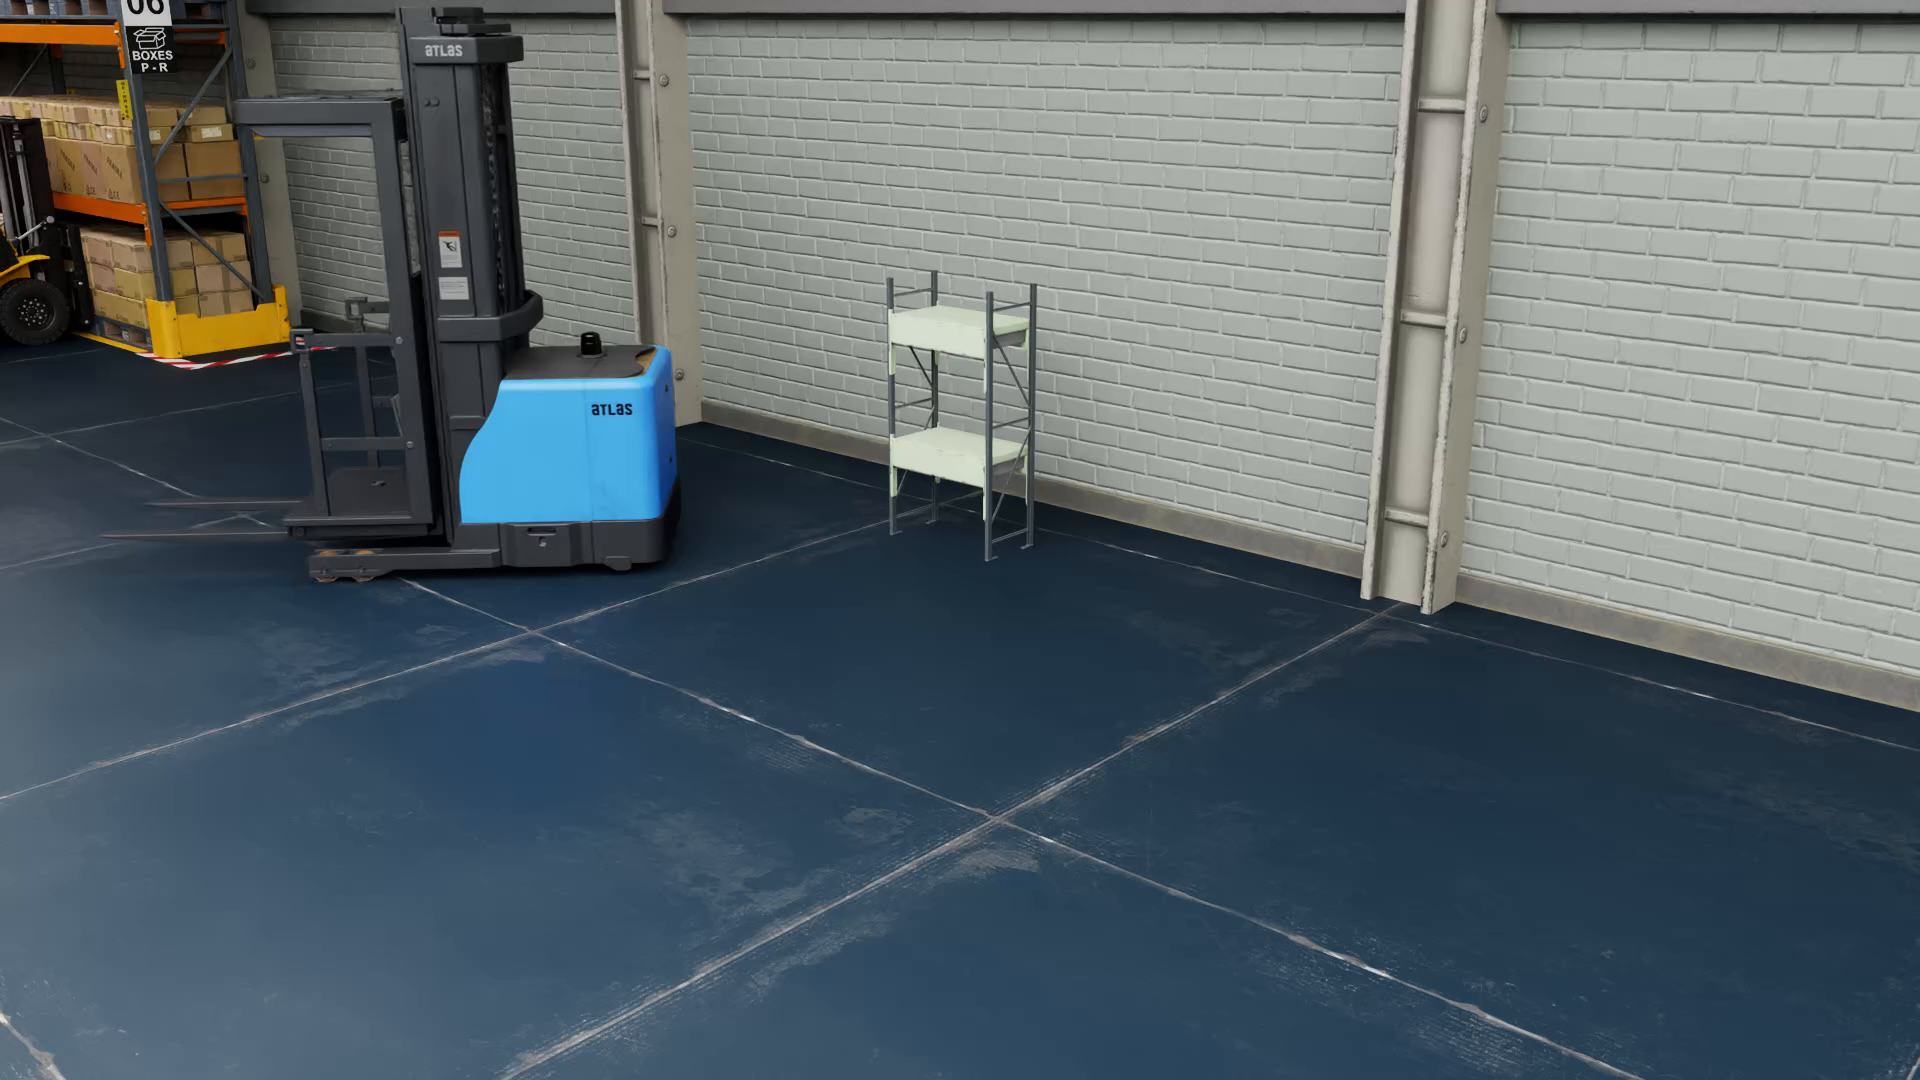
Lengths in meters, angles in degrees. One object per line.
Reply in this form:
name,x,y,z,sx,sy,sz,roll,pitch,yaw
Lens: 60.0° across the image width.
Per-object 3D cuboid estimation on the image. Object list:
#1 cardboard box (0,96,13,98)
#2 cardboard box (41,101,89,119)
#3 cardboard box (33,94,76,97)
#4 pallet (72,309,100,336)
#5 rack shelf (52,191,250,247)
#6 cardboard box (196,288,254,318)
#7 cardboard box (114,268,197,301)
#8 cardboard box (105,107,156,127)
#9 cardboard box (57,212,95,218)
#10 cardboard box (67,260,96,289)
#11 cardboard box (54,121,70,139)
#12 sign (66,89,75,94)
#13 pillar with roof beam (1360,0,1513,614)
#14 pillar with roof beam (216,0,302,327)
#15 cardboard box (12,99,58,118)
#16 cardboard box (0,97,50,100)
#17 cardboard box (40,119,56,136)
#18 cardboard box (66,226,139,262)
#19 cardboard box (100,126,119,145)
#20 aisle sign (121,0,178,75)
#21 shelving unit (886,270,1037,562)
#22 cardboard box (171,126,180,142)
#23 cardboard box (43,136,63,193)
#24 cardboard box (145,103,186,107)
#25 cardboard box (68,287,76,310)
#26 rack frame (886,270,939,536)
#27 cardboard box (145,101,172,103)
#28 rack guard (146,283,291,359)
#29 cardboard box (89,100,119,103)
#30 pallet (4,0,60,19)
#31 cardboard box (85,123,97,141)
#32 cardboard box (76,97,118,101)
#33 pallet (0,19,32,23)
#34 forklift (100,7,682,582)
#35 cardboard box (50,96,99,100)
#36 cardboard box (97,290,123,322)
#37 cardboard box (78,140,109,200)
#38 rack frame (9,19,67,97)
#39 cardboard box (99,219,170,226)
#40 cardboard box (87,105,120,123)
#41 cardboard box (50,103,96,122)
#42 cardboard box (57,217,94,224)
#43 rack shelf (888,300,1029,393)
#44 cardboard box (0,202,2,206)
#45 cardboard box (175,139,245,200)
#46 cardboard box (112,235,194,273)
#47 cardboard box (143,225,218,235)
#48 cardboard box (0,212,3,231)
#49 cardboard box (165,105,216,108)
cardboard box,-9.669,-4.362,16.668,0.250,0.149,0.380,16,23,40
cardboard box,-8.455,-4.075,15.764,0.250,0.149,0.380,15,23,39
cardboard box,-9.271,-4.497,17.094,0.250,0.149,0.380,15,23,39
pallet,-8.227,-2.251,16.356,1.213,0.211,1.003,15,23,39
rack shelf,-8.215,-3.250,16.083,4.000,0.370,1.077,15,23,39
cardboard box,-6.956,-2.224,15.511,0.500,0.250,0.500,15,23,39
cardboard box,-7.290,-2.346,15.070,0.500,0.250,0.500,15,23,39
cardboard box,-7.332,-3.757,14.761,0.250,0.149,0.380,15,23,39
cardboard box,-8.825,-3.207,16.957,0.500,0.250,0.500,15,23,38
cardboard box,-8.058,-2.548,15.707,0.500,0.250,0.500,14,23,38
cardboard box,-8.140,-3.806,15.409,0.250,0.149,0.380,15,23,40
sign,-9.343,-4.571,17.493,0.005,0.325,0.100,15,23,39
pillar with roof beam,-0.523,-3.011,4.223,0.400,9.000,9.100,15,23,39
pillar with roof beam,-9.499,-5.420,11.815,0.400,9.000,9.100,15,23,39
cardboard box,-8.880,-4.160,16.031,0.250,0.149,0.380,15,23,38
cardboard box,-9.217,-4.281,16.412,0.250,0.149,0.380,14,23,38
cardboard box,-8.503,-3.913,15.744,0.250,0.149,0.380,14,23,38
cardboard box,-8.040,-2.780,15.610,0.500,0.250,0.500,15,23,40
cardboard box,-7.375,-3.599,14.755,0.250,0.149,0.380,16,23,40
aisle sign,-6.865,-4.351,14.064,0.004,0.787,0.394,15,23,39
shelving unit,0.005,-0.714,9.381,0.755,1.500,0.431,15,23,39
cardboard box,-7.027,-3.710,15.106,0.250,0.149,0.380,15,23,39
cardboard box,-8.410,-3.586,15.787,0.500,0.500,0.500,15,23,40
cardboard box,-7.384,-3.969,15.429,0.250,0.149,0.380,15,23,40
cardboard box,-8.417,-2.407,16.090,0.500,0.250,0.500,16,24,41
rack frame,-0.269,-0.787,9.612,0.023,1.500,0.400,15,23,39
cardboard box,-7.728,-4.091,15.814,0.250,0.149,0.380,14,23,38
rack guard,-6.701,-1.995,15.072,0.348,0.500,1.175,15,23,39
cardboard box,-8.166,-4.175,16.079,0.250,0.149,0.380,16,24,41
pallet,-8.147,-4.972,15.506,1.213,0.211,1.003,15,23,39
cardboard box,-7.706,-3.717,15.128,0.250,0.149,0.380,15,23,39
cardboard box,-8.495,-4.295,16.456,0.250,0.149,0.380,15,23,38
pallet,-10.379,-5.507,17.363,1.217,0.209,0.805,14,22,37
forklift,-3.141,-1.336,8.975,3.031,2.935,1.130,-1,18,-4
cardboard box,-8.904,-4.387,16.748,0.250,0.149,0.380,15,23,39
cardboard box,-7.645,-2.206,15.454,0.500,0.250,0.500,15,23,39
cardboard box,-7.643,-3.385,15.153,0.500,0.500,0.500,16,24,41
rack frame,-9.710,-3.994,17.239,0.127,3.000,1.000,15,23,39
cardboard box,-8.074,-3.004,16.315,0.500,0.250,0.500,14,23,38
cardboard box,-7.682,-3.870,15.117,0.250,0.149,0.380,15,23,40
cardboard box,-8.148,-3.948,15.363,0.250,0.149,0.380,16,23,40
cardboard box,-8.801,-2.990,16.273,0.500,0.250,0.500,16,24,41
rack shelf,0.005,-1.085,9.263,0.720,0.370,0.431,15,23,39
cardboard box,-11.247,-3.473,18.828,0.625,0.625,0.875,14,22,37
cardboard box,-6.905,-3.401,15.205,0.500,0.500,0.500,16,24,41
cardboard box,-7.270,-2.579,14.979,0.500,0.250,0.500,16,24,41
cardboard box,-7.329,-2.796,15.662,0.500,0.250,0.500,15,23,39
cardboard box,-9.557,-3.192,16.911,0.500,0.250,0.500,15,23,38
cardboard box,-6.985,-3.873,15.128,0.250,0.149,0.380,16,24,41
